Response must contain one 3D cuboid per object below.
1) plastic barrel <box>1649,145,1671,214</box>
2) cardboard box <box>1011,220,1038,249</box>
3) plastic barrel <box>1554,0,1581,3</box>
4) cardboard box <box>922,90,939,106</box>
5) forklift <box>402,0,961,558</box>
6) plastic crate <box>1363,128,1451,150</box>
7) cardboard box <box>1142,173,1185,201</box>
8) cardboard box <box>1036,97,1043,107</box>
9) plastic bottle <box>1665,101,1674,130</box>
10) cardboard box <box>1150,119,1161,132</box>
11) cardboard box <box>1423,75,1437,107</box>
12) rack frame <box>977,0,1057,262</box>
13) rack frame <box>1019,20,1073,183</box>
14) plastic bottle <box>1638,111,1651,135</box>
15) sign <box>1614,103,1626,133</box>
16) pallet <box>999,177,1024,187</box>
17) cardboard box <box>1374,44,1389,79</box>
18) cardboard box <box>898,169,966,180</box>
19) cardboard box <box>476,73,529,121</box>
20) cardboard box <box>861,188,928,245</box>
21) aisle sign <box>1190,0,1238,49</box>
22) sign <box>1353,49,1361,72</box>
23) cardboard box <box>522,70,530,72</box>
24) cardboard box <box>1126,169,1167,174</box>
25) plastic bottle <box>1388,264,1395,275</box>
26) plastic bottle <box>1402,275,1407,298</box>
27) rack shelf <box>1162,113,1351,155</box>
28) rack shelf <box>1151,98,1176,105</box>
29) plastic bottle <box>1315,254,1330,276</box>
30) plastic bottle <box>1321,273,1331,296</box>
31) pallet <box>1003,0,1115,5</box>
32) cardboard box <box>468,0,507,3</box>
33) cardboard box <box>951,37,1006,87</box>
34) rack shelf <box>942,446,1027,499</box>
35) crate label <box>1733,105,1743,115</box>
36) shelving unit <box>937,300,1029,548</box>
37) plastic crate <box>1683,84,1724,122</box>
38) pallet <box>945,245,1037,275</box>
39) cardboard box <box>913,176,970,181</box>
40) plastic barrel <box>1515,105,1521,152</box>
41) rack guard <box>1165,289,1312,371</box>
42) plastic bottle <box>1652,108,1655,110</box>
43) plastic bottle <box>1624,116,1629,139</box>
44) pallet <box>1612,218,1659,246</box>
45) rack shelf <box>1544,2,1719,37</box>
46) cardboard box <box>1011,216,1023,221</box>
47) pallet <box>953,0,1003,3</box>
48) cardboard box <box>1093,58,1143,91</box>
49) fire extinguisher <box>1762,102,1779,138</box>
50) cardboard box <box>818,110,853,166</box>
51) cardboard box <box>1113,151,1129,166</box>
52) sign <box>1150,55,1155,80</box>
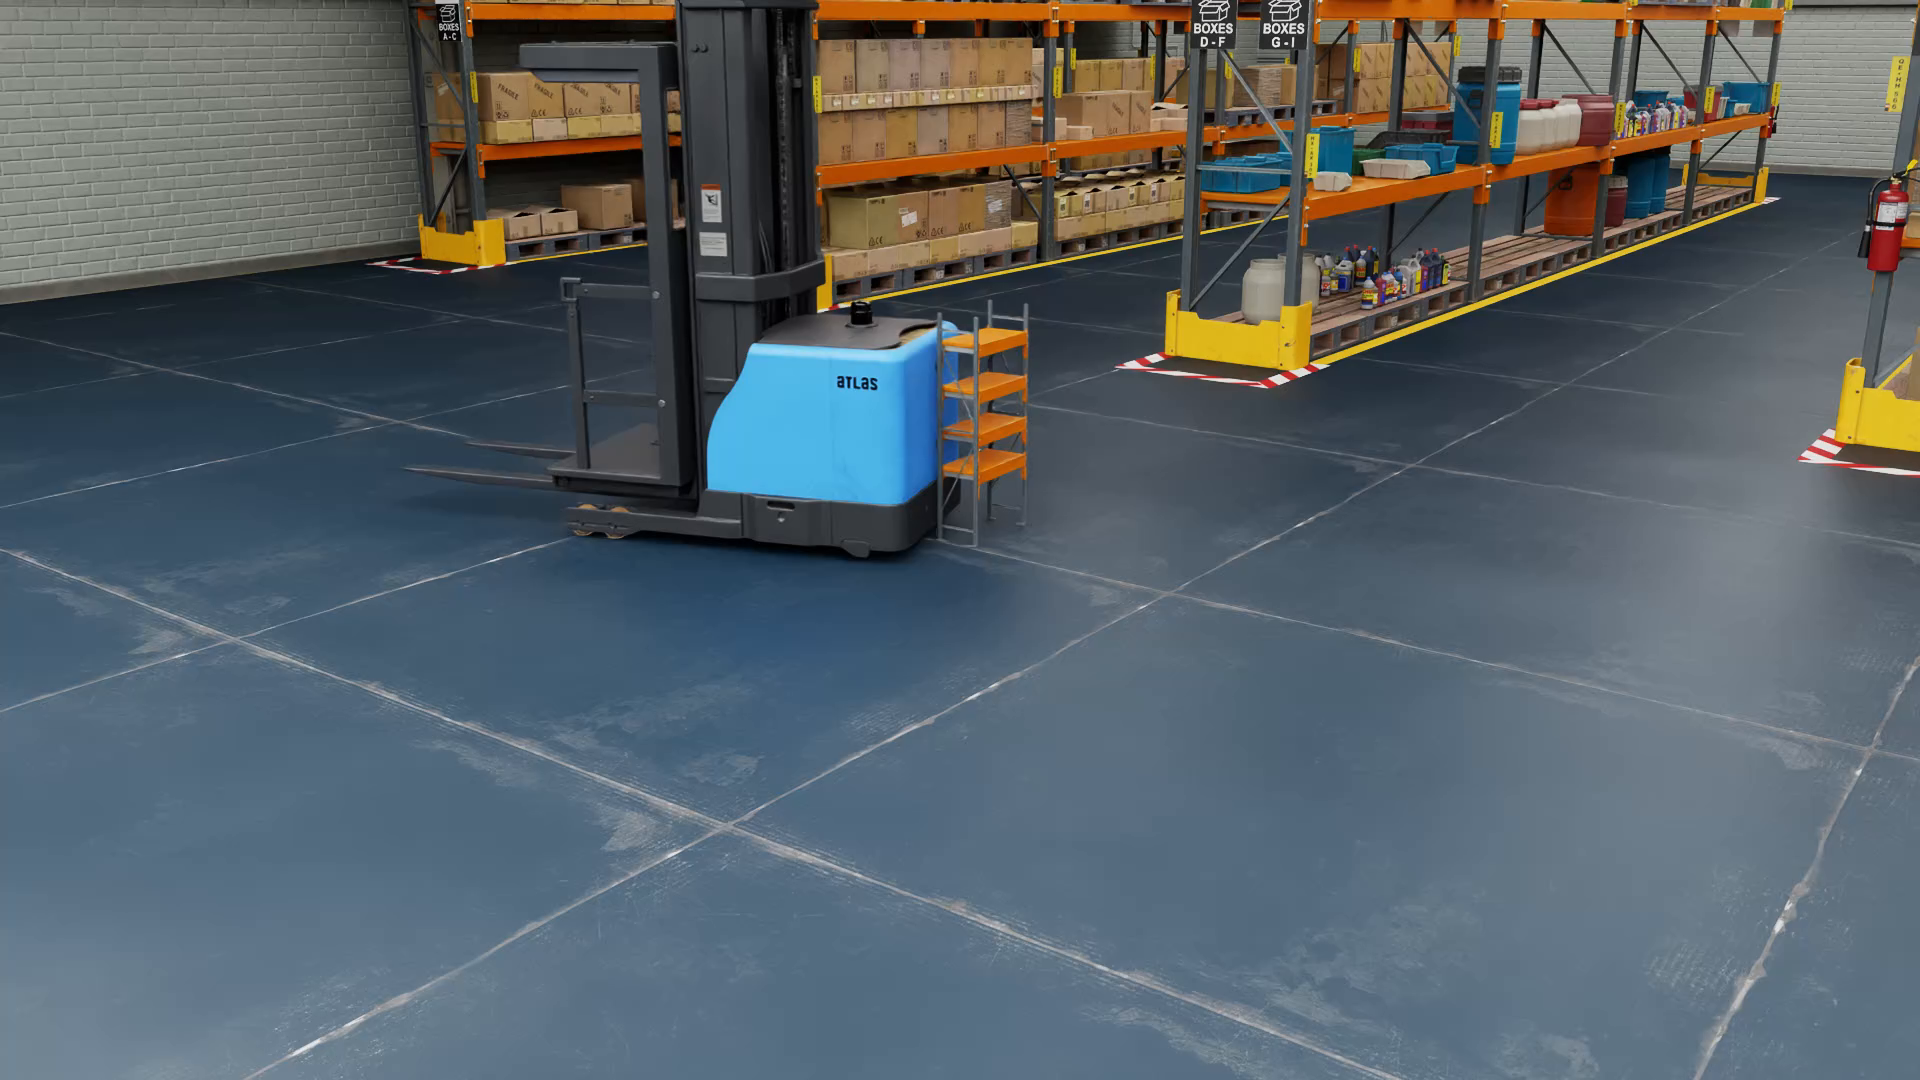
[{"bbox_3d":[9.032,-4.799,21.970,0.600,0.901,0.708,12,21,35],"label":"plastic barrel"},{"bbox_3d":[0.527,-3.436,18.679,0.500,0.250,0.500,12,21,35],"label":"cardboard box"},{"bbox_3d":[6.417,-5.797,17.528,0.301,0.262,0.301,0,17,0],"label":"plastic barrel"},{"bbox_3d":[-0.432,-4.524,16.992,0.380,0.149,0.250,13,21,35],"label":"cardboard box"},{"bbox_3d":[-1.571,-1.546,8.781,3.031,2.935,1.130,5,18,17],"label":"forklift"},{"bbox_3d":[4.190,-3.690,15.673,0.767,0.338,0.504,12,21,35],"label":"plastic crate"},{"bbox_3d":[2.592,-4.513,21.200,0.500,0.311,0.500,12,21,34],"label":"cardboard box"},{"bbox_3d":[1.118,-7.119,27.000,0.380,0.149,0.250,13,22,36],"label":"cardboard box"},{"bbox_3d":[8.975,-5.383,21.103,0.144,0.351,0.185,12,21,35],"label":"plastic bottle"},{"bbox_3d":[2.297,-5.217,20.909,0.380,0.149,0.250,14,22,39],"label":"cardboard box"},{"bbox_3d":[7.423,-7.325,27.105,0.500,0.500,0.500,13,21,35],"label":"cardboard box"},{"bbox_3d":[0.628,-4.698,18.814,1.000,3.000,0.127,12,21,35],"label":"rack frame"},{"bbox_3d":[1.414,-7.478,27.766,1.000,3.000,0.127,12,21,35],"label":"rack frame"},{"bbox_3d":[8.331,-5.091,20.290,0.152,0.276,0.135,12,21,35],"label":"plastic bottle"},{"bbox_3d":[7.433,-4.757,18.729,0.100,0.325,0.005,12,21,35],"label":"sign"},{"bbox_3d":[0.288,-5.657,26.605,1.003,0.211,1.213,12,21,35],"label":"pallet"},{"bbox_3d":[6.208,-7.314,25.384,0.500,0.500,0.500,12,21,33],"label":"cardboard box"},{"bbox_3d":[-0.426,-5.851,25.444,0.750,0.750,0.750,12,21,34],"label":"cardboard box"},{"bbox_3d":[-5.210,-4.976,18.665,0.500,0.500,0.500,12,21,35],"label":"cardboard box"},{"bbox_3d":[-0.673,-3.320,17.040,0.500,0.500,0.500,12,21,35],"label":"cardboard box"},{"bbox_3d":[1.939,-4.146,12.653,0.394,0.787,0.004,12,21,35],"label":"aisle sign"},{"bbox_3d":[5.842,-7.059,24.465,0.100,0.325,0.005,12,21,35],"label":"sign"},{"bbox_3d":[-5.014,-5.308,19.732,0.500,0.500,0.500,12,21,33],"label":"cardboard box"},{"bbox_3d":[2.463,-4.733,21.910,0.500,0.311,0.500,13,22,37],"label":"cardboard box"},{"bbox_3d":[3.959,-2.388,15.215,0.061,0.283,0.133,12,21,35],"label":"plastic bottle"},{"bbox_3d":[3.996,-2.297,15.061,0.097,0.201,0.097,0,17,0],"label":"plastic bottle"},{"bbox_3d":[4.203,-5.783,23.522,1.077,0.370,4.000,12,21,35],"label":"rack shelf"},{"bbox_3d":[2.606,-7.611,29.406,1.077,0.370,4.000,12,21,35],"label":"rack shelf"},{"bbox_3d":[3.313,-2.457,15.324,0.144,0.351,0.185,13,22,37],"label":"plastic bottle"},{"bbox_3d":[3.329,-2.328,15.160,0.097,0.201,0.097,0,17,0],"label":"plastic bottle"},{"bbox_3d":[1.143,-6.251,19.081,0.805,0.209,1.217,11,21,33],"label":"pallet"},{"bbox_3d":[-5.336,-6.145,18.214,0.500,0.500,0.500,13,22,36],"label":"cardboard box"},{"bbox_3d":[0.068,-5.138,17.875,0.700,0.500,0.500,12,21,35],"label":"cardboard box"},{"bbox_3d":[0.120,-0.359,8.772,0.258,0.148,0.480,11,20,31],"label":"rack shelf"},{"bbox_3d":[11.083,-6.219,24.056,0.396,0.136,0.243,12,21,35],"label":"crate label"},{"bbox_3d":[0.121,-0.613,8.693,0.258,1.200,0.503,11,20,31],"label":"shelving unit"},{"bbox_3d":[10.104,-5.955,22.652,0.402,0.464,0.583,12,21,35],"label":"plastic crate"},{"bbox_3d":[0.120,-3.184,18.641,1.003,0.211,1.213,12,21,35],"label":"pallet"},{"bbox_3d":[-0.192,-3.768,18.483,0.500,0.500,0.500,12,21,35],"label":"cardboard box"},{"bbox_3d":[5.350,-4.076,16.581,0.433,0.535,0.433,0,17,0],"label":"plastic barrel"},{"bbox_3d":[2.228,-1.702,13.380,1.175,0.500,0.348,12,21,35],"label":"rack guard"},{"bbox_3d":[8.766,-5.325,21.051,0.097,0.271,0.097,0,17,0],"label":"plastic bottle"},{"bbox_3d":[7.780,-4.871,19.582,0.152,0.276,0.135,12,21,35],"label":"plastic bottle"},{"bbox_3d":[8.151,-3.927,21.034,1.003,0.211,1.213,12,21,35],"label":"pallet"},{"bbox_3d":[8.179,-6.340,20.256,1.077,0.370,4.000,12,21,35],"label":"rack shelf"},{"bbox_3d":[0.642,-3.735,19.642,0.500,0.250,0.500,12,21,34],"label":"cardboard box"},{"bbox_3d":[0.036,-8.297,25.664,1.003,0.211,1.213,14,22,37],"label":"pallet"},{"bbox_3d":[2.615,-8.095,29.248,0.980,0.700,0.700,11,20,32],"label":"cardboard box"},{"bbox_3d":[12.209,-6.420,25.120,0.296,0.674,0.183,12,21,35],"label":"fire extinguisher"},{"bbox_3d":[-1.467,-3.902,16.082,0.700,0.500,0.500,12,21,35],"label":"cardboard box"},{"bbox_3d":[2.551,-6.885,29.365,0.700,0.500,0.500,13,21,36],"label":"cardboard box"},{"bbox_3d":[2.570,-6.259,22.023,0.100,0.325,0.005,12,21,35],"label":"sign"}]
